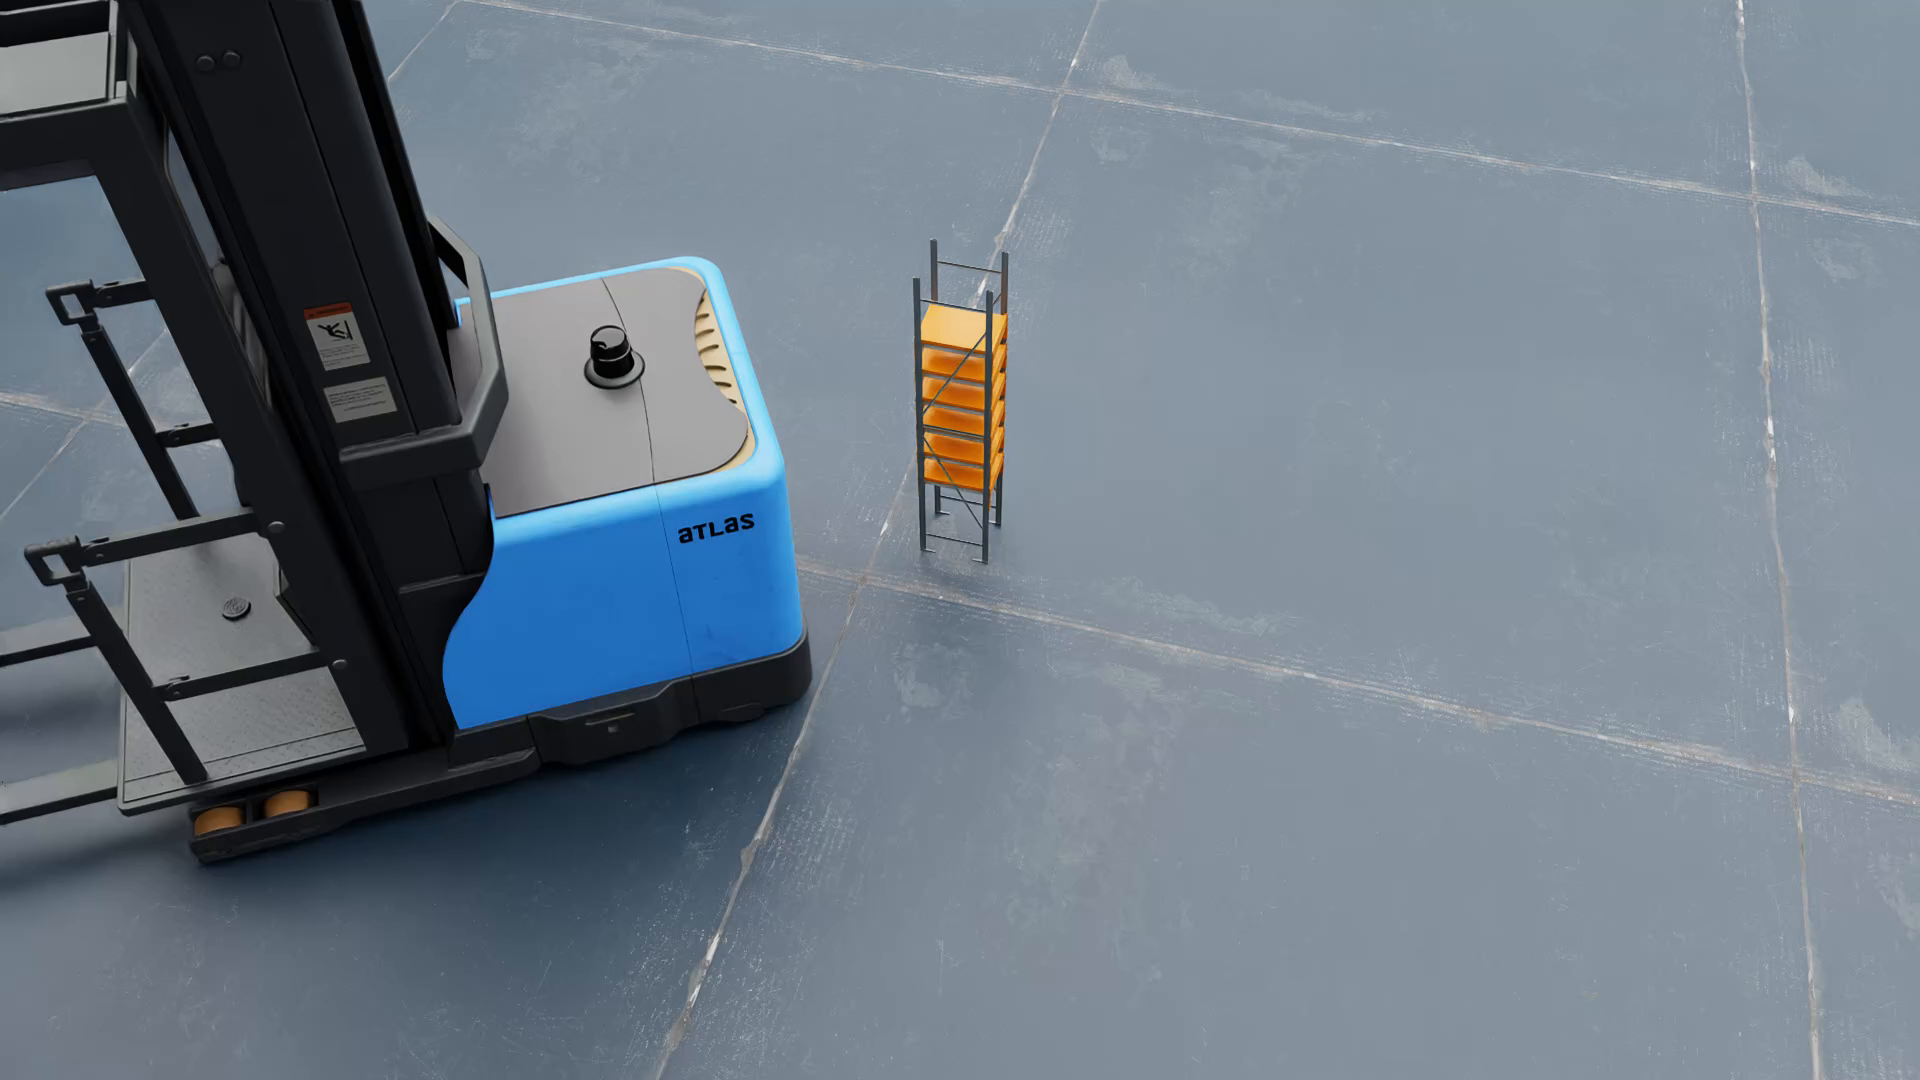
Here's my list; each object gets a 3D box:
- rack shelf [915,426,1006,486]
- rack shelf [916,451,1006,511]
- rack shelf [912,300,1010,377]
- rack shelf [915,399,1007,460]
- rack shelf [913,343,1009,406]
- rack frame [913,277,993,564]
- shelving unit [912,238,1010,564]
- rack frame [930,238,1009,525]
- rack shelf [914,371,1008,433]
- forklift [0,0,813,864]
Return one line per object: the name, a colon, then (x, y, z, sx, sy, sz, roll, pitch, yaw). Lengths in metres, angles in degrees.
rack shelf: (0.004, -0.299, 5.433, 0.258, 0.103, 0.180, 12, 50, 10)
rack shelf: (0.004, -0.219, 5.523, 0.258, 0.103, 0.180, 12, 50, 10)
rack shelf: (0.004, -0.616, 5.073, 0.258, 0.103, 0.180, 12, 50, 10)
rack shelf: (0.004, -0.378, 5.343, 0.258, 0.103, 0.180, 12, 50, 10)
rack shelf: (0.004, -0.537, 5.163, 0.258, 0.103, 0.180, 12, 50, 10)
rack frame: (-0.020, -0.341, 5.251, 0.240, 1.200, 0.006, 12, 50, 10)
shelving unit: (0.004, -0.407, 5.309, 0.258, 1.200, 0.189, 12, 50, 10)
rack frame: (0.028, -0.474, 5.368, 0.240, 1.200, 0.006, 12, 50, 10)
rack shelf: (0.004, -0.458, 5.253, 0.258, 0.103, 0.180, 12, 50, 10)
forklift: (-2.043, -0.475, 4.214, 3.031, 2.935, 1.130, -13, 50, -11)
